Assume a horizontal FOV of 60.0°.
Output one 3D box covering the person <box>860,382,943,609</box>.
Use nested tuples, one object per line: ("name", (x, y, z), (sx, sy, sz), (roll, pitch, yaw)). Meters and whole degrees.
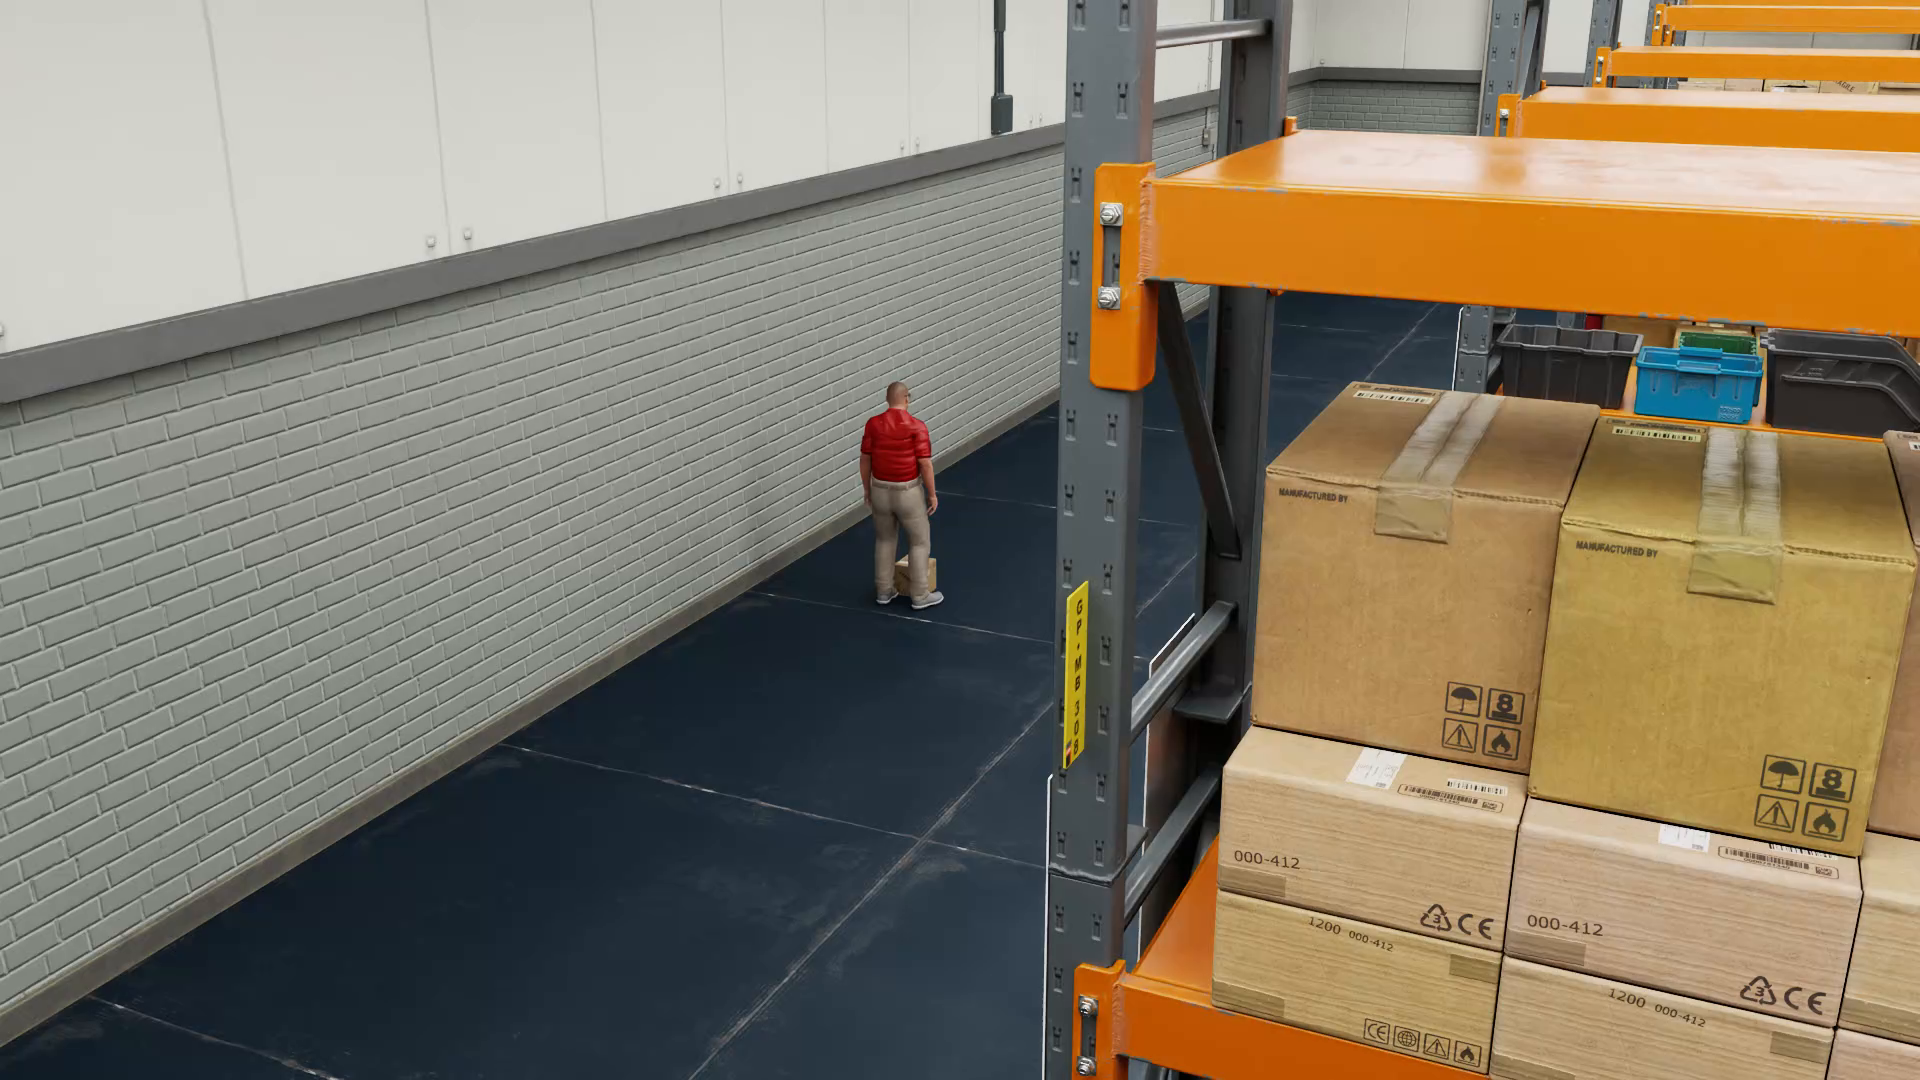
("person", (-0.456, -0.339, 12.575), (0.606, 1.727, 0.389), (7, 20, 20))
